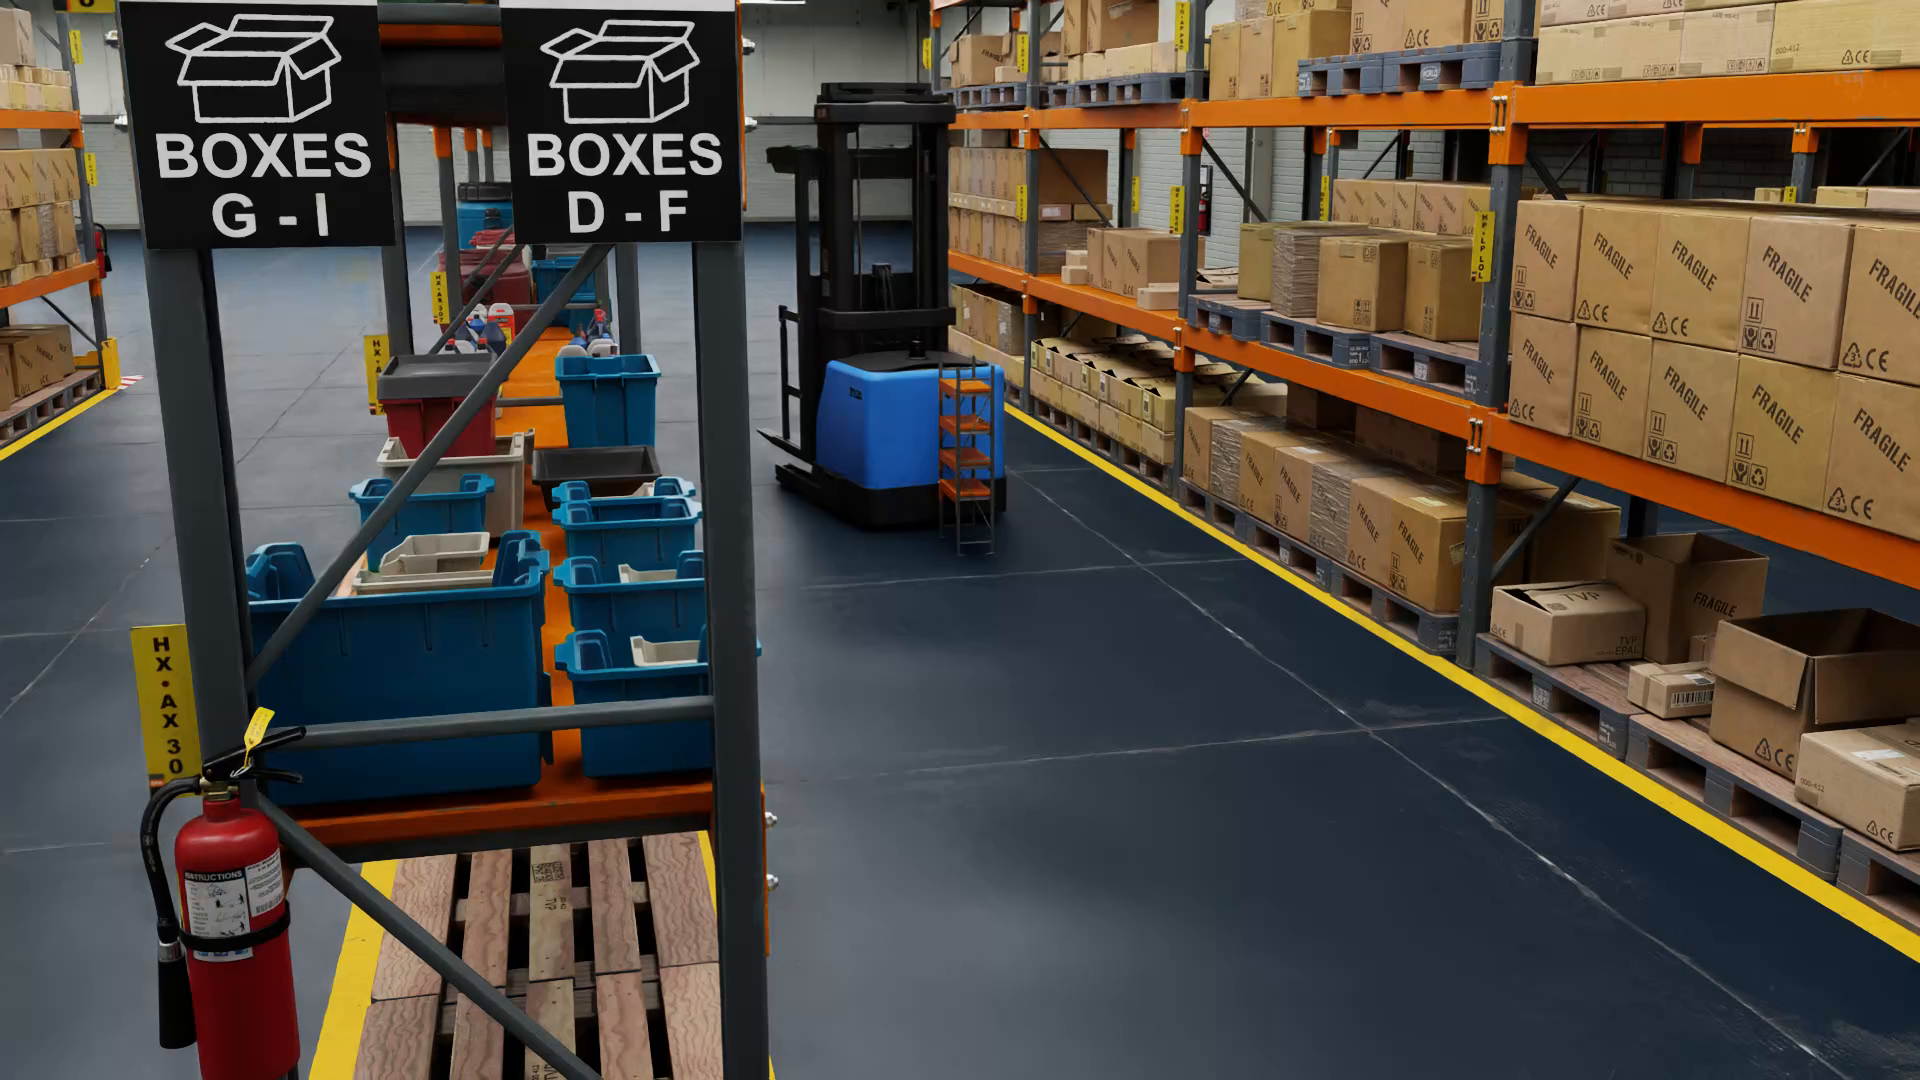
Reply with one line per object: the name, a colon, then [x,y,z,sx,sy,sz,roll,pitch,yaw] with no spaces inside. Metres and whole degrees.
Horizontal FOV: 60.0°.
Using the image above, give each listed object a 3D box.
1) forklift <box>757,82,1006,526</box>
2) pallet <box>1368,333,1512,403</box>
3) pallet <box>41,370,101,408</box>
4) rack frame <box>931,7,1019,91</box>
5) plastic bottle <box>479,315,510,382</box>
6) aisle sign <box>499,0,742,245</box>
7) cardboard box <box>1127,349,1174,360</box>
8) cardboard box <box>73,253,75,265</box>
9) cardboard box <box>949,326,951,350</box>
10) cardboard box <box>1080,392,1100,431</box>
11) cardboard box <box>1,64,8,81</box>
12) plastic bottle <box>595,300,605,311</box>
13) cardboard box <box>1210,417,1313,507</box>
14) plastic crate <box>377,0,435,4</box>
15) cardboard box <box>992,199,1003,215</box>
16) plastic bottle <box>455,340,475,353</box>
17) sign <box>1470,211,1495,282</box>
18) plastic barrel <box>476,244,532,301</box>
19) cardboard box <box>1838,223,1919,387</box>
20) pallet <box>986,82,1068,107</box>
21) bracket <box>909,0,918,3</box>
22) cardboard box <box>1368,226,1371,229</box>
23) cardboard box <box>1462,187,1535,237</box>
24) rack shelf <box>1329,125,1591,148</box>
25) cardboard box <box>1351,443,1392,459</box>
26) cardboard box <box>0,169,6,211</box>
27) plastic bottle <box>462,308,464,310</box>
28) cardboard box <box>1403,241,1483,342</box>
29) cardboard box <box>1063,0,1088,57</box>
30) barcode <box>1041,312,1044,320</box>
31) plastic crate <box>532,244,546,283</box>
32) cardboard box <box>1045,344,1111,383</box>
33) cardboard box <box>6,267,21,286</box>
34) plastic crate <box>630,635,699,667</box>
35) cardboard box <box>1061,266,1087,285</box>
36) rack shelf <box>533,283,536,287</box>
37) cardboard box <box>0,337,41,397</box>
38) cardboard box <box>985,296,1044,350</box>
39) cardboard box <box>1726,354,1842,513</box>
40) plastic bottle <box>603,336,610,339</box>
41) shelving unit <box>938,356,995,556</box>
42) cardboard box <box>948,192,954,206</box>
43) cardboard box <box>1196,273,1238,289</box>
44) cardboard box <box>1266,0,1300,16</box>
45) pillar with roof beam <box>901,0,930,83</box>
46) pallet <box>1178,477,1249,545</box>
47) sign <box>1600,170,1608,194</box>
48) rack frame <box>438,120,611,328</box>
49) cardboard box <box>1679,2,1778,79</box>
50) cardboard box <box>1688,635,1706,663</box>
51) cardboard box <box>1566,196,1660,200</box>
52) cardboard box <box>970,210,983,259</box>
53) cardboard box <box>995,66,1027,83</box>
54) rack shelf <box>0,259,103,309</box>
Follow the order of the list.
forklift: [-0.746,-1.825,12.222,1.130,2.935,3.031,-6,15,-23]
pallet: [2.906,-0.940,8.858,1.003,0.211,1.213,-3,14,-13]
pallet: [-9.287,-1.498,16.615,1.003,0.211,1.213,-3,14,-13]
rack frame: [0.169,-6.525,18.675,1.000,3.000,0.127,-3,14,-13]
plastic bottle: [-2.505,-1.031,8.931,0.144,0.351,0.185,-3,14,-13]
aisle sign: [-0.583,-0.908,2.844,0.394,0.787,0.004,-3,14,-13]
cardboard box: [1.726,-1.517,14.541,0.500,0.311,0.500,-3,14,-13]
cardboard box: [-9.135,-2.826,16.702,0.380,0.149,0.250,-3,14,-13]
cardboard box: [0.079,-2.343,19.107,0.500,0.250,0.500,-3,14,-13]
cardboard box: [1.324,-1.095,13.997,0.500,0.250,0.500,-3,14,-12]
cardboard box: [-8.735,-4.163,14.803,0.380,0.149,0.250,-3,14,-12]
plastic bottle: [-2.258,-1.364,10.436,0.061,0.283,0.133,-3,14,-13]
cardboard box: [2.006,-0.524,11.089,0.500,0.500,0.500,-4,14,-15]
plastic crate: [-1.398,-1.211,3.688,0.450,0.188,0.336,-3,14,-13]
cardboard box: [0.540,-3.396,16.929,0.380,0.149,0.250,-3,14,-12]
plastic bottle: [-2.525,-0.865,8.410,0.152,0.276,0.135,-3,14,-13]
sign: [2.449,-1.373,7.789,0.100,0.325,0.005,-3,14,-13]
plastic barrel: [-3.316,-1.867,12.014,0.421,0.512,0.421,0,14,0]
cardboard box: [3.309,-0.777,5.471,0.500,0.500,0.500,-3,14,-12]
pallet: [0.883,-4.298,16.064,1.003,0.211,1.213,-3,14,-13]
bracket: [-1.305,-15.243,46.773,0.235,0.232,0.430,-3,14,-13]
cardboard box: [4.925,-3.576,19.516,0.500,0.250,0.500,-4,14,-15]
cardboard box: [5.511,-3.358,17.046,0.500,0.500,0.500,-3,14,-13]
rack shelf: [5.453,-4.534,18.362,1.077,0.370,4.000,-3,14,-13]
cardboard box: [2.746,-0.322,10.265,0.500,0.500,0.500,-4,14,-15]
cardboard box: [-8.499,-3.049,14.142,0.500,0.500,0.500,-3,14,-13]
plastic bottle: [-2.947,-1.237,9.917,0.061,0.283,0.133,-3,14,-13]
cardboard box: [2.871,-1.372,9.128,0.700,0.500,0.500,-1,14,-4]
cardboard box: [1.215,-4.496,14.542,0.500,0.500,0.500,-3,14,-13]
barcode: [0.764,-2.072,15.405,0.001,0.075,0.075,-3,14,-13]
plastic crate: [-3.706,-2.511,15.014,0.767,0.338,0.504,-3,14,-13]
cardboard box: [1.076,-1.604,14.899,0.500,0.311,0.500,-3,14,-14]
cardboard box: [-8.498,-2.313,14.603,0.380,0.149,0.250,-3,14,-13]
plastic crate: [-0.622,0.300,3.807,0.250,0.136,0.298,-3,14,-13]
cardboard box: [1.118,-2.350,14.757,0.380,0.149,0.250,-3,14,-13]
rack shelf: [-4.177,-2.525,16.457,1.077,0.370,4.000,-3,14,-13]
cardboard box: [-9.028,-1.623,15.632,0.500,0.500,0.500,-2,14,-8]
cardboard box: [0.560,-2.247,17.132,0.500,0.500,0.500,-3,14,-13]
cardboard box: [3.202,-0.408,6.065,0.500,0.500,0.500,-3,14,-14]
plastic bottle: [-1.839,-0.928,8.678,0.097,0.271,0.097,0,14,0]
shelving unit: [0.039,-0.545,10.628,0.258,1.200,0.503,-3,14,-13]
cardboard box: [0.052,-3.872,18.879,0.380,0.149,0.250,-3,14,-14]
cardboard box: [2.005,-1.809,12.197,0.500,0.311,0.500,-2,14,-10]
cardboard box: [2.264,-3.538,10.452,0.500,0.500,0.500,-3,14,-13]
pillar with roof beam: [-5.242,-13.370,46.691,9.100,9.000,0.548,-3,14,-13]
pallet: [2.187,-0.237,11.450,1.003,0.211,1.213,-3,14,-13]
sign: [6.462,-3.559,16.736,0.100,0.325,0.005,-3,14,-13]
rack frame: [-2.768,-1.490,10.707,1.000,3.000,0.127,-3,14,-13]
cardboard box: [3.091,-1.870,6.257,0.500,0.250,0.500,-3,14,-13]
cardboard box: [3.543,0.527,7.529,0.380,0.149,0.250,-3,14,-13]
cardboard box: [6.134,-2.979,15.662,0.700,0.500,0.500,-2,14,-7]
cardboard box: [0.505,-3.315,17.967,0.700,0.500,0.500,-3,14,-13]
cardboard box: [0.560,-4.558,16.294,0.380,0.149,0.250,-3,14,-13]
rack shelf: [-8.991,-2.249,15.328,1.077,0.370,4.000,-3,14,-13]
